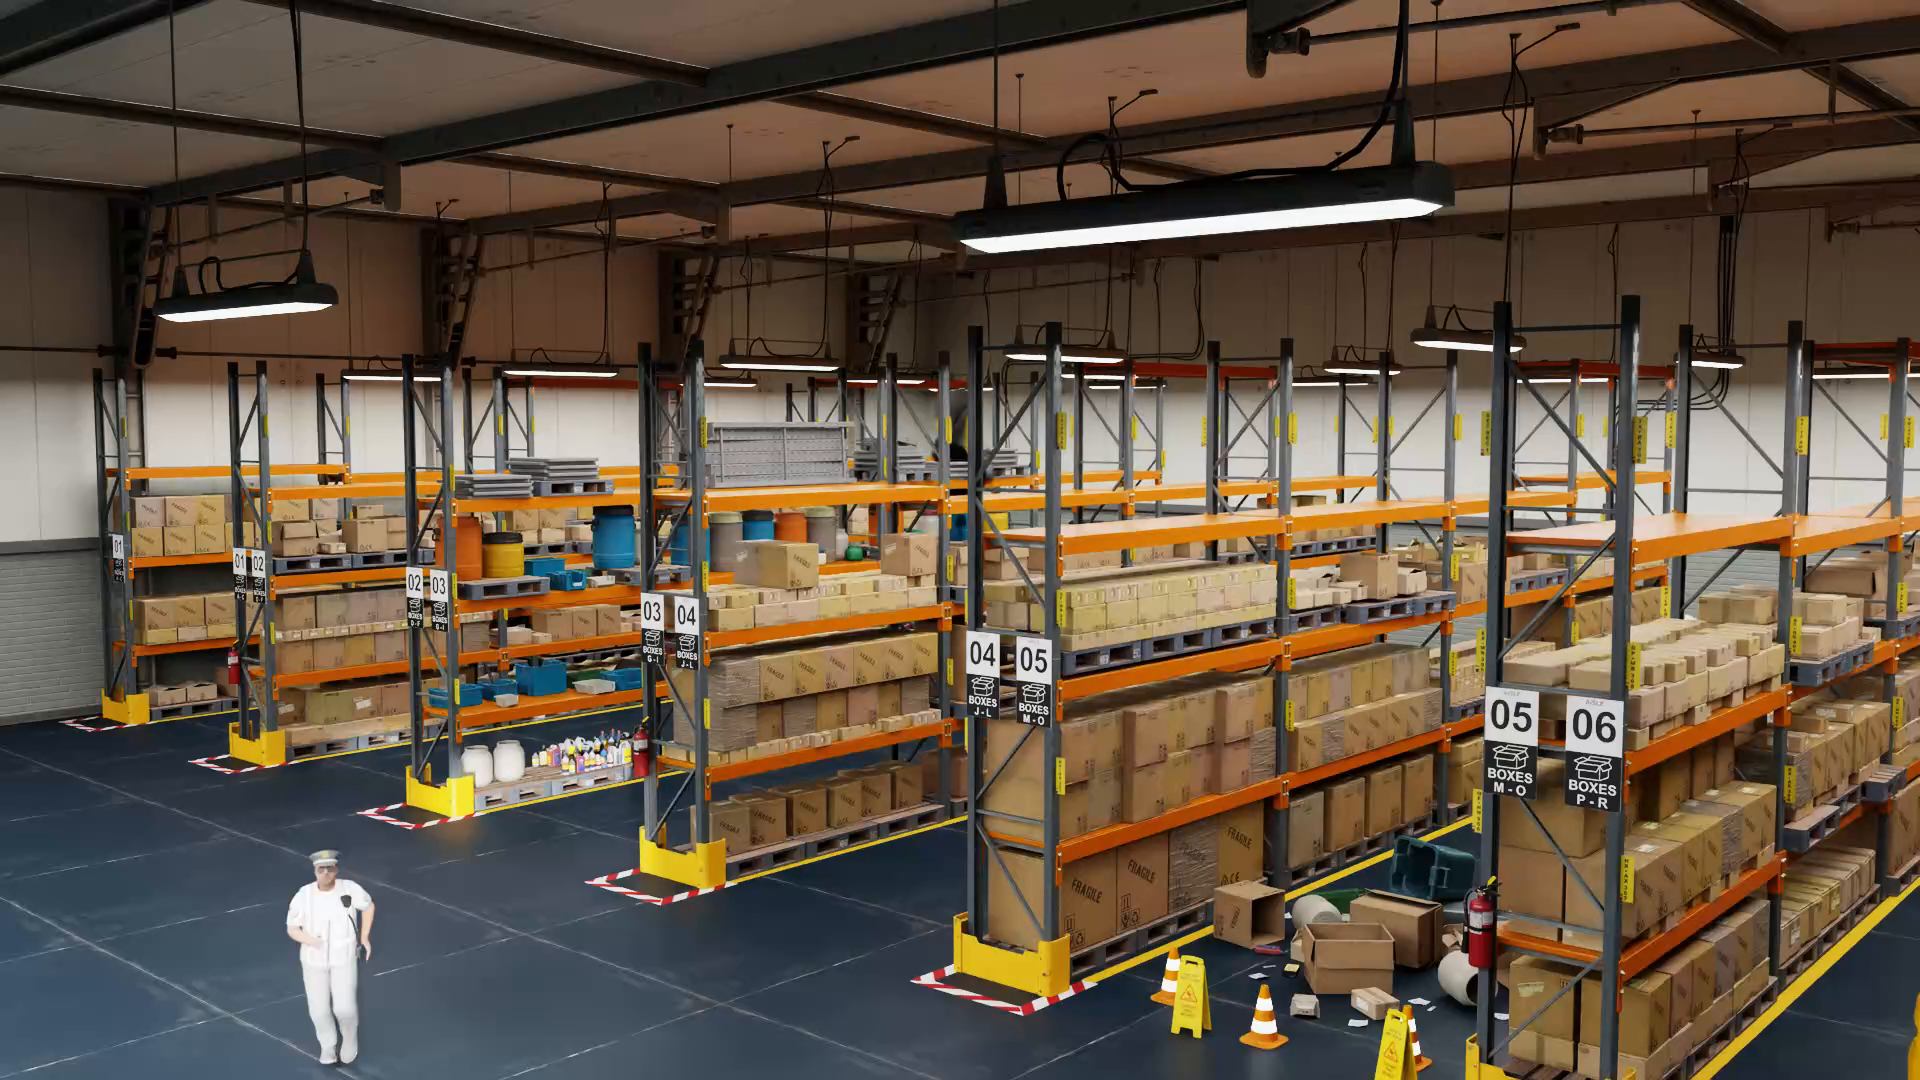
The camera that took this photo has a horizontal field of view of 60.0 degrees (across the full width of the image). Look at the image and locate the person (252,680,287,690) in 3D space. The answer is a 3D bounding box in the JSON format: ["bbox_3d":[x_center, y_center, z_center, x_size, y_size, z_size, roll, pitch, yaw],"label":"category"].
[{"bbox_3d":[-11.056,2.399,26.681,0.557,1.611,0.570,3,5,39],"label":"person"}]

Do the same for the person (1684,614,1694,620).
[{"bbox_3d":[12.324,2.184,28.277,0.800,1.845,0.645,1,4,16],"label":"person"}]

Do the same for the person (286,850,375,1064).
[{"bbox_3d":[-4.977,3.313,13.154,0.646,1.752,0.655,-1,4,-17],"label":"person"}]
